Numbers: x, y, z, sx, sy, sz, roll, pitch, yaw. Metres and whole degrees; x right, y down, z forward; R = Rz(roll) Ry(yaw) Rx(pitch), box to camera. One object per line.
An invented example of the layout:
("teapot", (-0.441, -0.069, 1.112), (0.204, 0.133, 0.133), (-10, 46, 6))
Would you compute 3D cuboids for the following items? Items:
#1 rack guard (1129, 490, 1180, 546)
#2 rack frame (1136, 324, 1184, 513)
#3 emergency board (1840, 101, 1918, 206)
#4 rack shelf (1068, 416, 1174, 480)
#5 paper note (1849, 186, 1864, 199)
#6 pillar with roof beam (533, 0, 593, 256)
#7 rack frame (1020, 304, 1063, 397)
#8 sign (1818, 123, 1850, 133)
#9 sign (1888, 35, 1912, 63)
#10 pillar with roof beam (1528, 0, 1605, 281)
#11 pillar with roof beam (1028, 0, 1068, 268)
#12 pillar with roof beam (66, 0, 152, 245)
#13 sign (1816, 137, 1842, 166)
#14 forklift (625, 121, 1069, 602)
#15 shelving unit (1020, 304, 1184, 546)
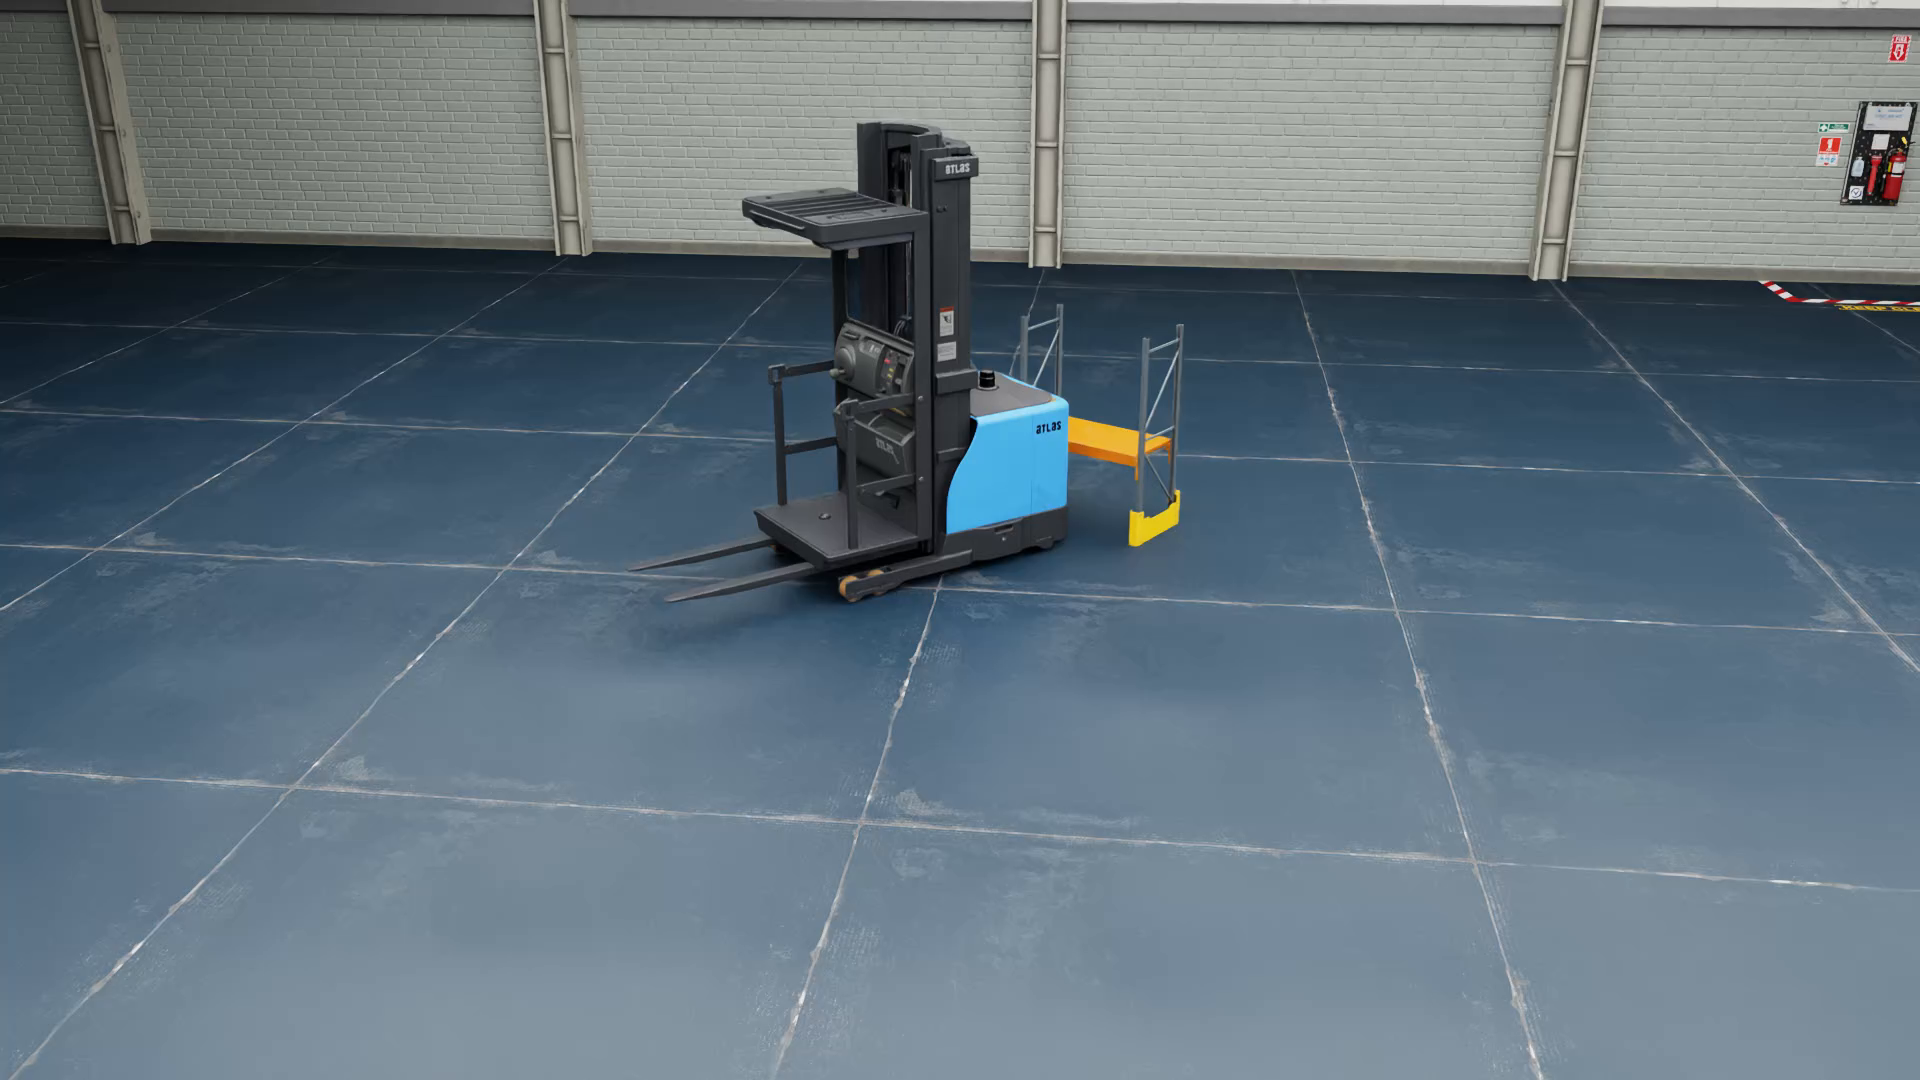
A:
("rack guard", (1.408, -0.164, 12.015), (0.087, 0.250, 0.587), (16, 26, 34))
("rack frame", (1.409, -0.745, 11.784), (0.032, 1.500, 0.500), (16, 26, 34))
("emergency board", (10.520, -4.388, 18.959), (0.643, 1.169, 0.194), (2, 22, 6))
("rack shelf", (1.004, -0.691, 12.136), (1.000, 0.185, 0.538), (16, 26, 34))
("paper note", (10.352, -4.011, 19.204), (0.142, 0.148, 0.016), (2, 22, 6))
("pillar with roof beam", (-5.412, -6.264, 15.545), (0.400, 9.000, 9.100), (2, 22, 6))
("rack frame", (0.600, -0.971, 12.357), (0.032, 1.500, 0.500), (16, 26, 34))
("sign", (9.986, -4.709, 19.002), (0.331, 0.109, 0.001), (2, 22, 6))
("sign", (10.524, -5.503, 18.626), (0.199, 0.298, 0.001), (2, 22, 6))
("pillar with roof beam", (6.504, -5.745, 14.231), (0.400, 9.000, 9.100), (2, 22, 6))
("pillar with roof beam", (0.546, -6.004, 14.888), (0.400, 9.000, 9.100), (2, 22, 6))
("pillar with roof beam", (-11.370, -6.524, 16.201), (0.400, 9.000, 9.100), (2, 22, 6))
("sign", (9.983, -4.466, 19.108), (0.234, 0.329, 0.001), (2, 22, 6))
("forklift", (-0.744, -1.179, 10.935), (3.031, 2.935, 1.130), (-14, 25, -31))
("shelving unit", (1.011, -0.856, 12.065), (1.083, 1.500, 0.587), (16, 26, 34))
